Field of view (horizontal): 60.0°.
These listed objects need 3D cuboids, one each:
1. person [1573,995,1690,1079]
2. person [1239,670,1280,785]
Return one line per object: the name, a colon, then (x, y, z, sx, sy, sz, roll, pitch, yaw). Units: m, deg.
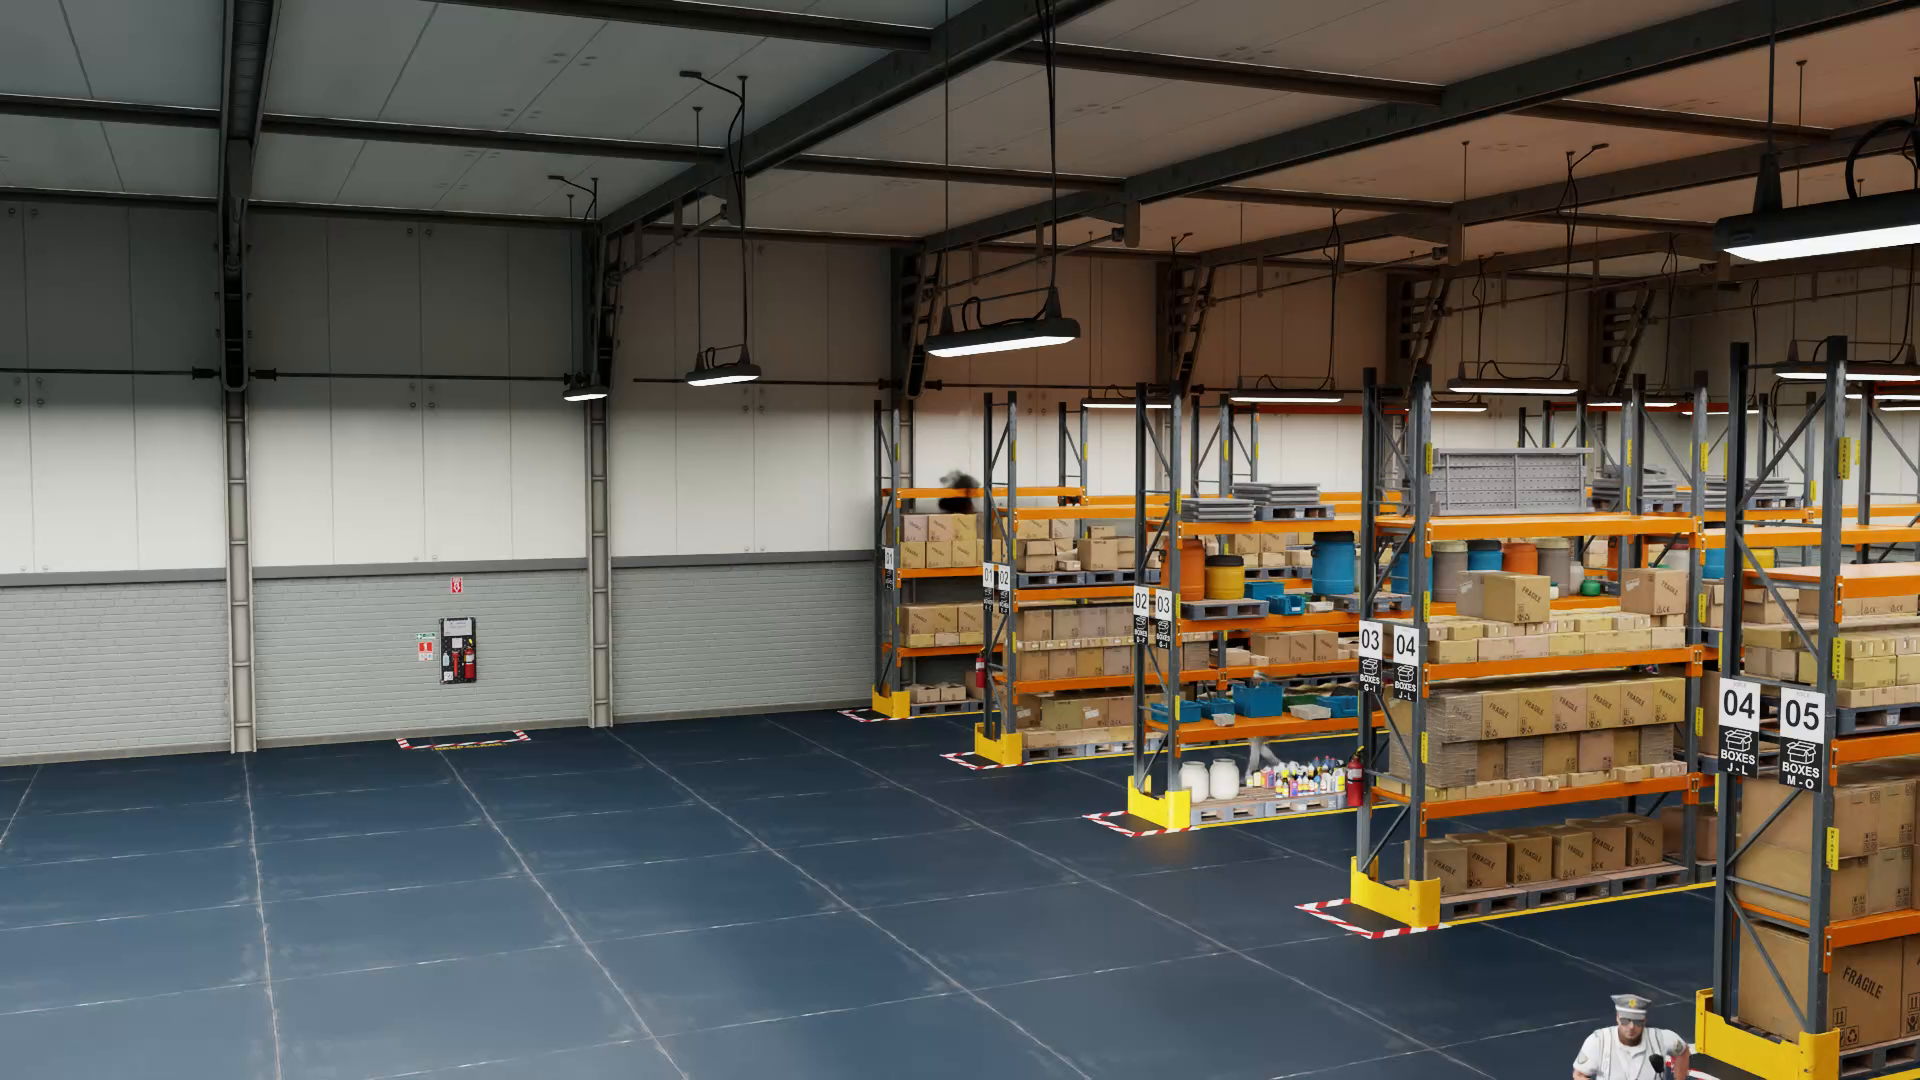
person: (4.227, 3.710, 10.492, 0.677, 1.823, 0.952, 1, 4, 24)
person: (4.573, 2.827, 25.339, 0.890, 1.719, 0.576, -2, 4, -29)
